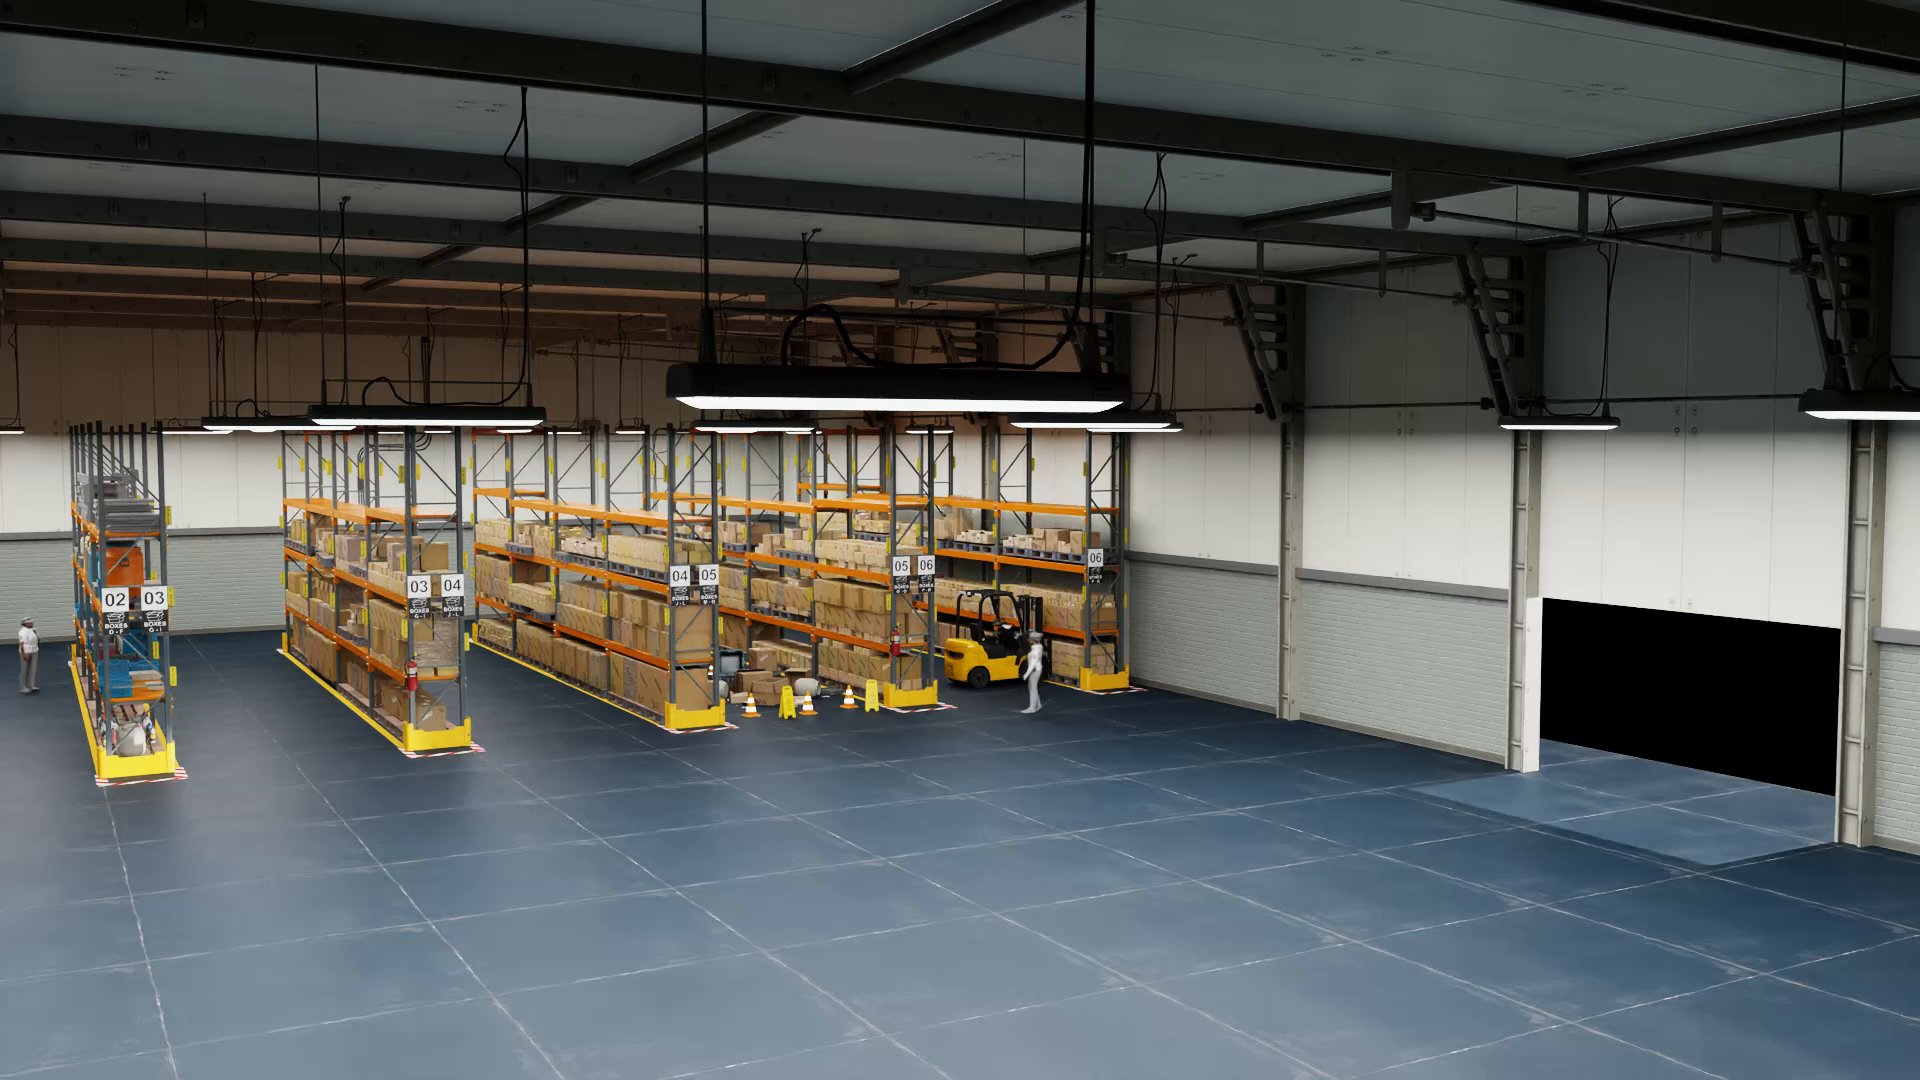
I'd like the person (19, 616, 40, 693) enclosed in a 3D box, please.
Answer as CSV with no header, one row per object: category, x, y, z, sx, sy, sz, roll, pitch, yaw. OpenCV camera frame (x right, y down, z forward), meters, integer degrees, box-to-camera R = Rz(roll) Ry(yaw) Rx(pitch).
person,-20.993,2.566,37.531,0.391,1.693,0.507,1,4,22

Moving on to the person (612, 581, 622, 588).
person,-9.833,1.937,47.335,0.609,1.723,0.409,2,4,25

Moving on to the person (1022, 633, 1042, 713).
person,1.496,2.770,34.545,0.432,1.704,0.565,0,4,2
